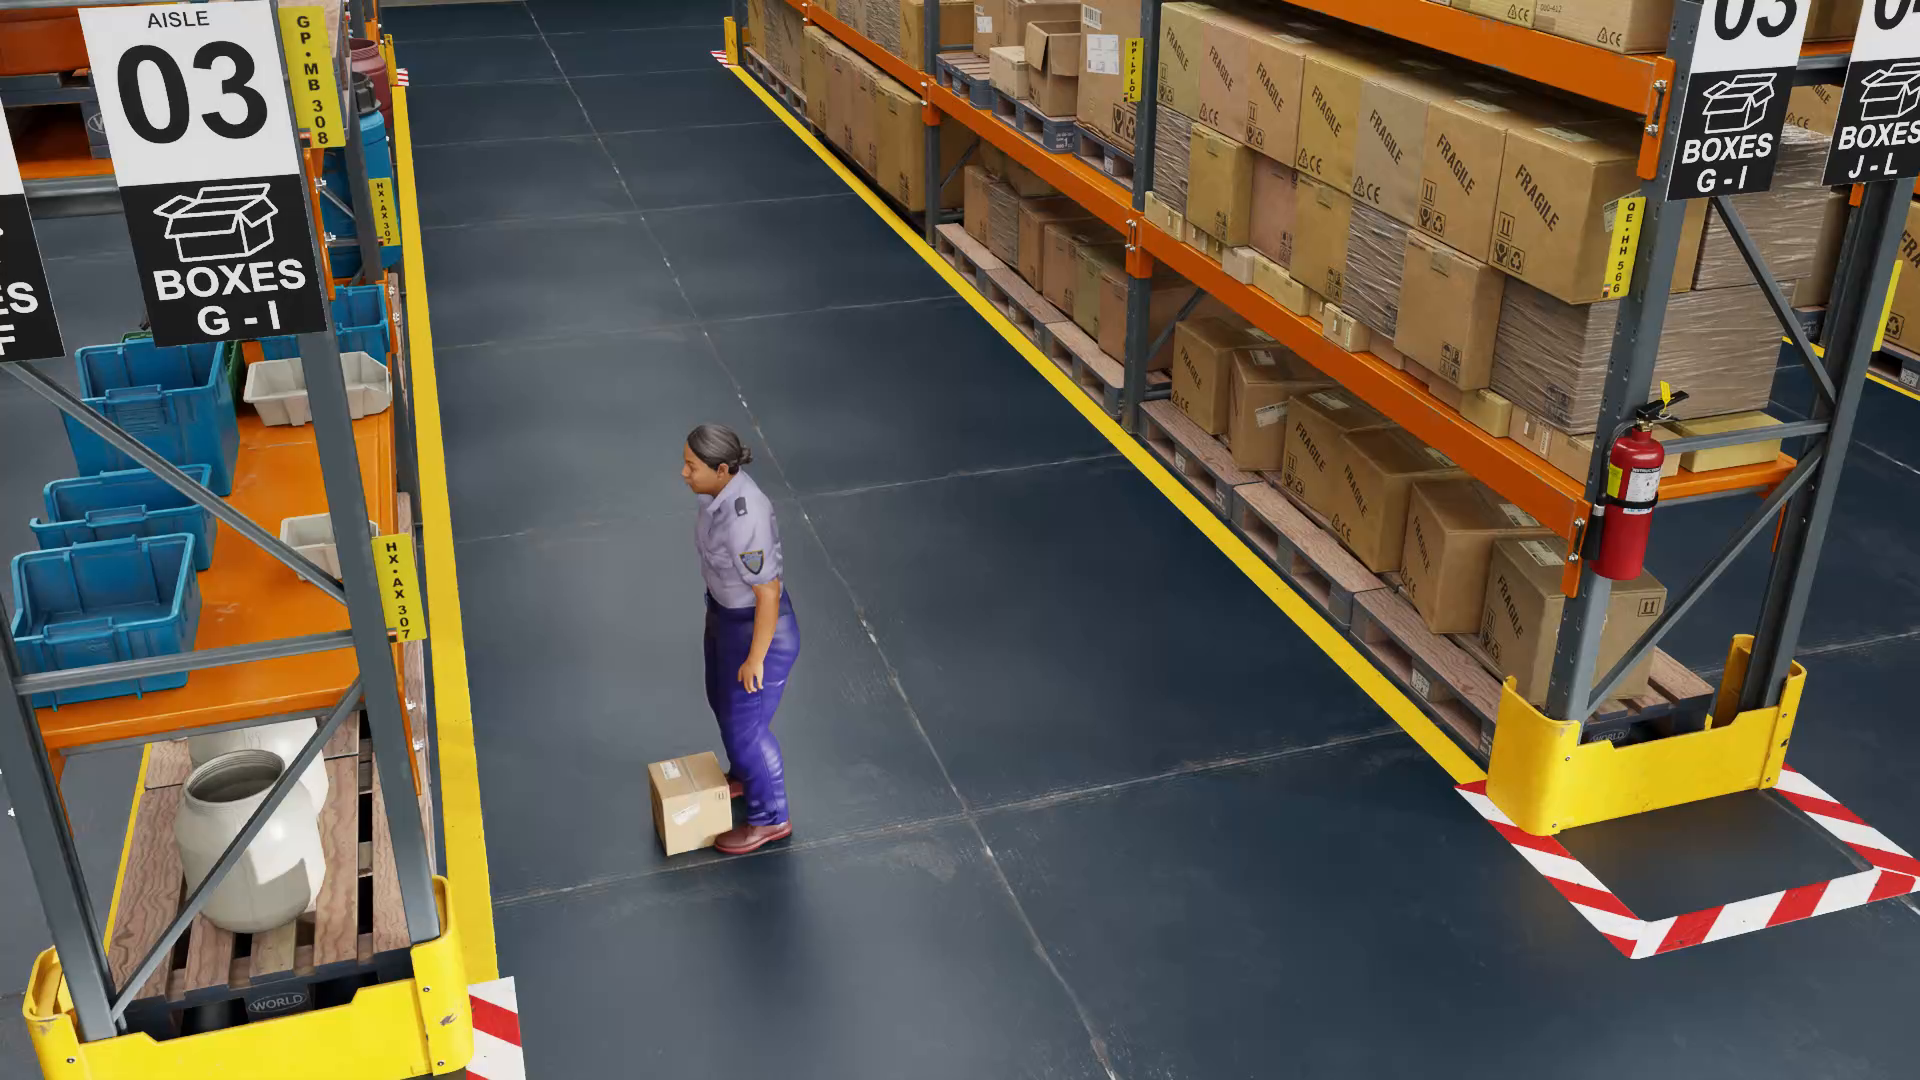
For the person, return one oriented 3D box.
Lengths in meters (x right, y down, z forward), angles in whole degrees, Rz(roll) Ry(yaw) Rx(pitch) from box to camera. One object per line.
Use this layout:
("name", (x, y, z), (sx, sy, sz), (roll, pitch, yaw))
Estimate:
("person", (-0.787, 0.323, 5.976), (0.375, 1.651, 0.563), (-10, 28, -19))
